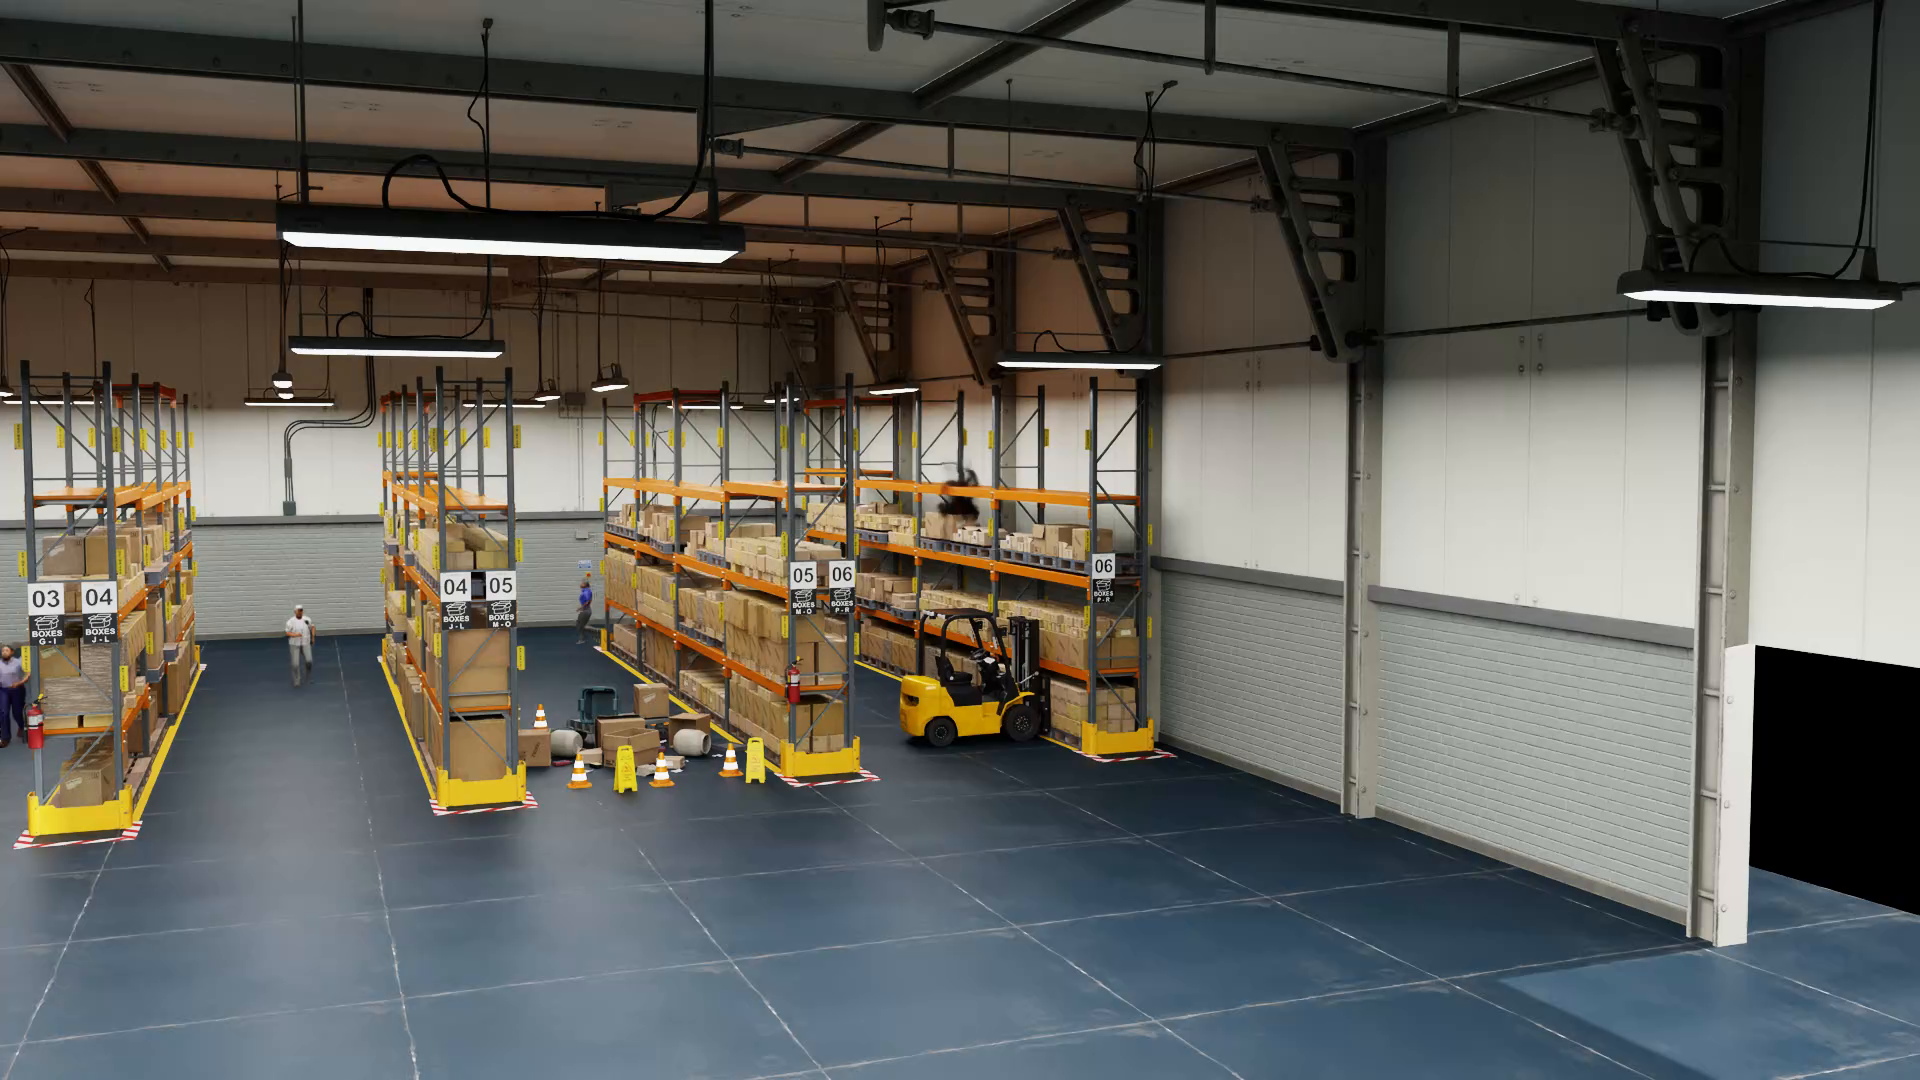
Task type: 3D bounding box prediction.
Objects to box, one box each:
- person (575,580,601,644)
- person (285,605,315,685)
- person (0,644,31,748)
[{"bbox_3d":[-9.127,1.775,40.716,0.656,1.620,0.609,0,3,-8],"label":"person"},{"bbox_3d":[-13.376,2.144,33.770,0.601,1.644,0.648,-2,4,-29],"label":"person"},{"bbox_3d":[-15.531,2.522,27.259,0.599,1.644,0.858,-1,4,-14],"label":"person"}]
